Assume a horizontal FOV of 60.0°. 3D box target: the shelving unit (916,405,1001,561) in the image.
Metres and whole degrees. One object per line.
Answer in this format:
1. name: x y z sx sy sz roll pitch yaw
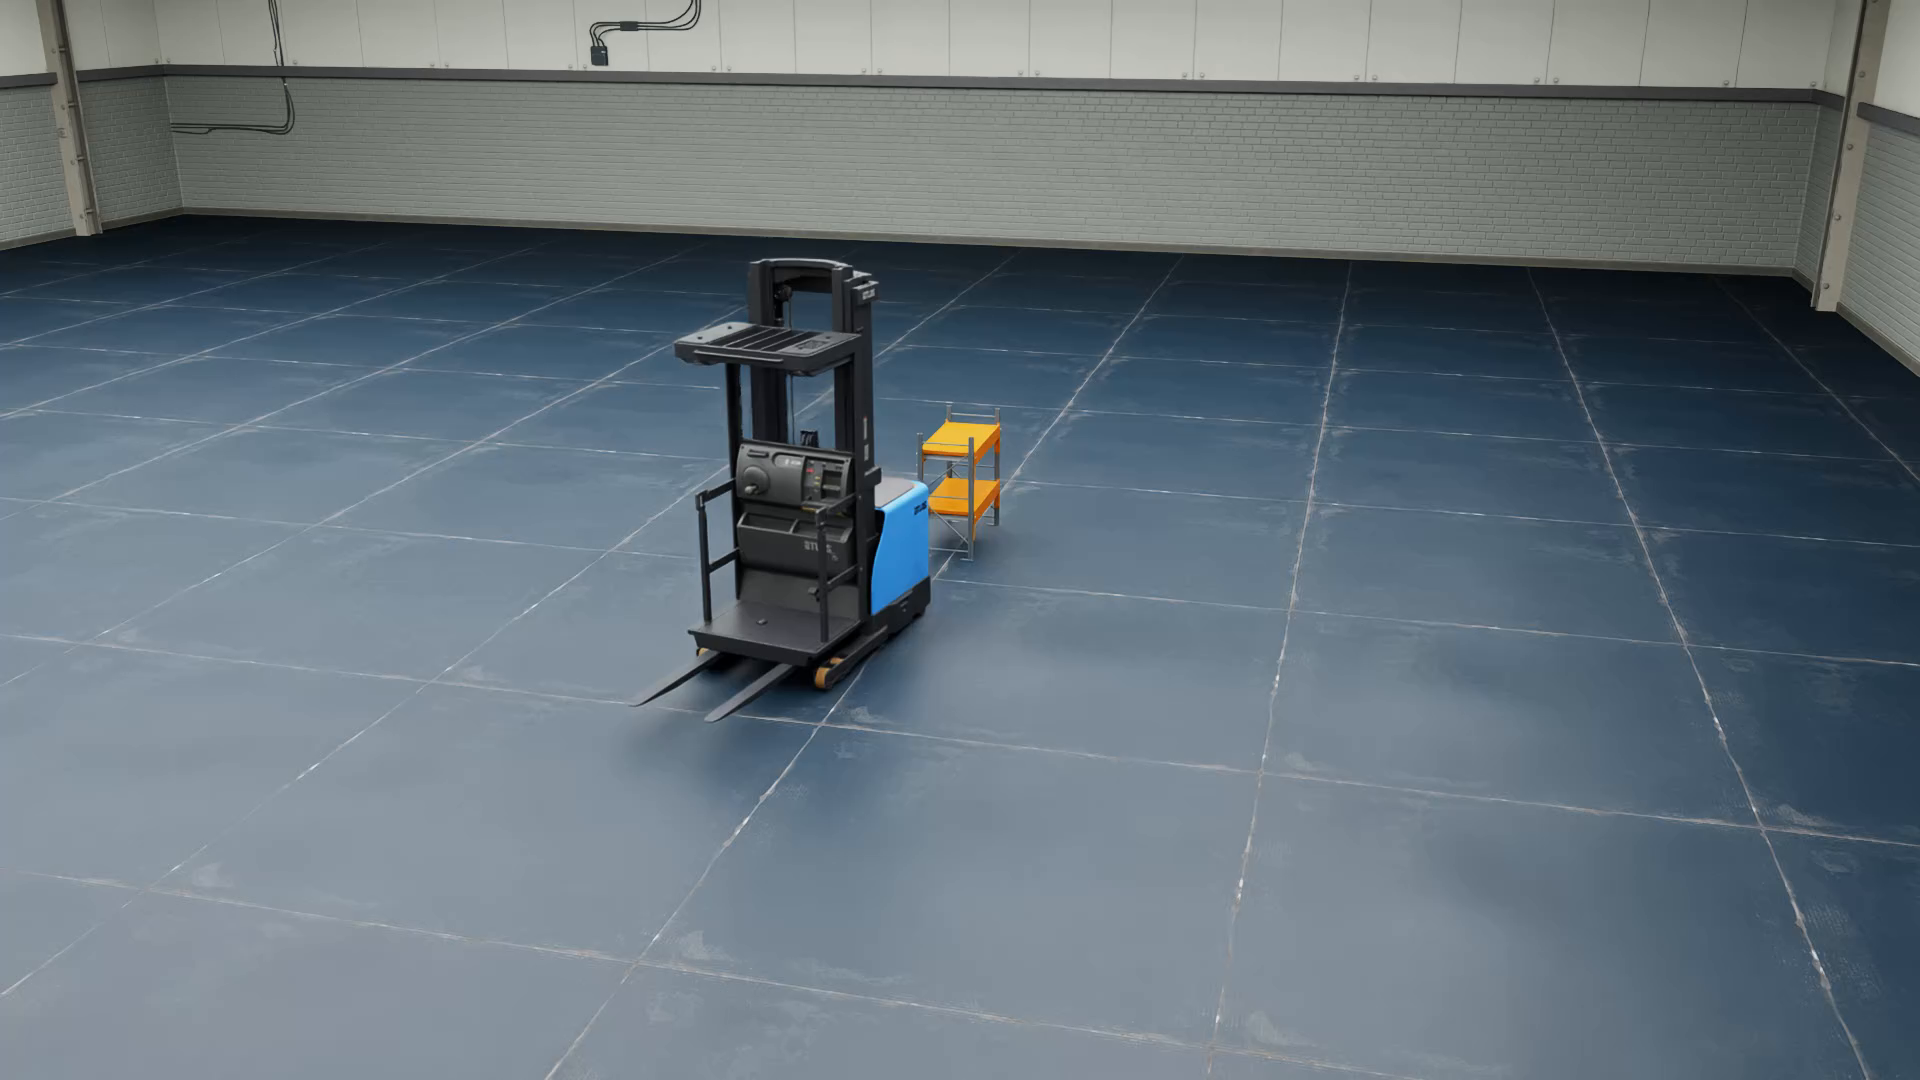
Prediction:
1. shelving unit: -0.002 -0.530 15.000 0.538 1.125 1.048 5 19 13

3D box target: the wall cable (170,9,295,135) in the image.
1. wall cable: -15.230 -9.659 34.347 3.097 2.526 0.112 5 19 13

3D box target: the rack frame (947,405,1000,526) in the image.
1. rack frame: 0.123 -0.690 15.466 0.500 1.125 0.032 5 19 13

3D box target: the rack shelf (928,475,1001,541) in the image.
1. rack shelf: -0.002 -0.299 15.079 0.538 0.278 1.000 5 19 13

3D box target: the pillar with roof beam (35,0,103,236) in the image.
1. pillar with roof beam: -13.058 -9.969 30.452 9.100 9.000 0.400 5 19 13

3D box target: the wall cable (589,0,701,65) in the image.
1. wall cable: -6.028 -11.983 31.086 2.305 6.003 0.169 5 19 13

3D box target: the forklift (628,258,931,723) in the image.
1. forklift: -1.311 -0.462 12.006 1.130 2.935 3.031 8 21 23

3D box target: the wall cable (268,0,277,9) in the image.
1. wall cable: -12.607 -11.835 32.905 3.097 2.526 0.112 5 19 13

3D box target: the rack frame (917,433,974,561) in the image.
1. rack frame: -0.126 -0.371 14.533 0.500 1.125 0.032 5 19 13

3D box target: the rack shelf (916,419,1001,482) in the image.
1. rack shelf: -0.002 -0.807 14.905 0.538 0.278 1.000 5 19 13

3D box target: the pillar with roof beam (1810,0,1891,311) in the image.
1. pillar with roof beam: 9.139 -8.161 25.160 9.100 9.000 0.400 5 19 13
